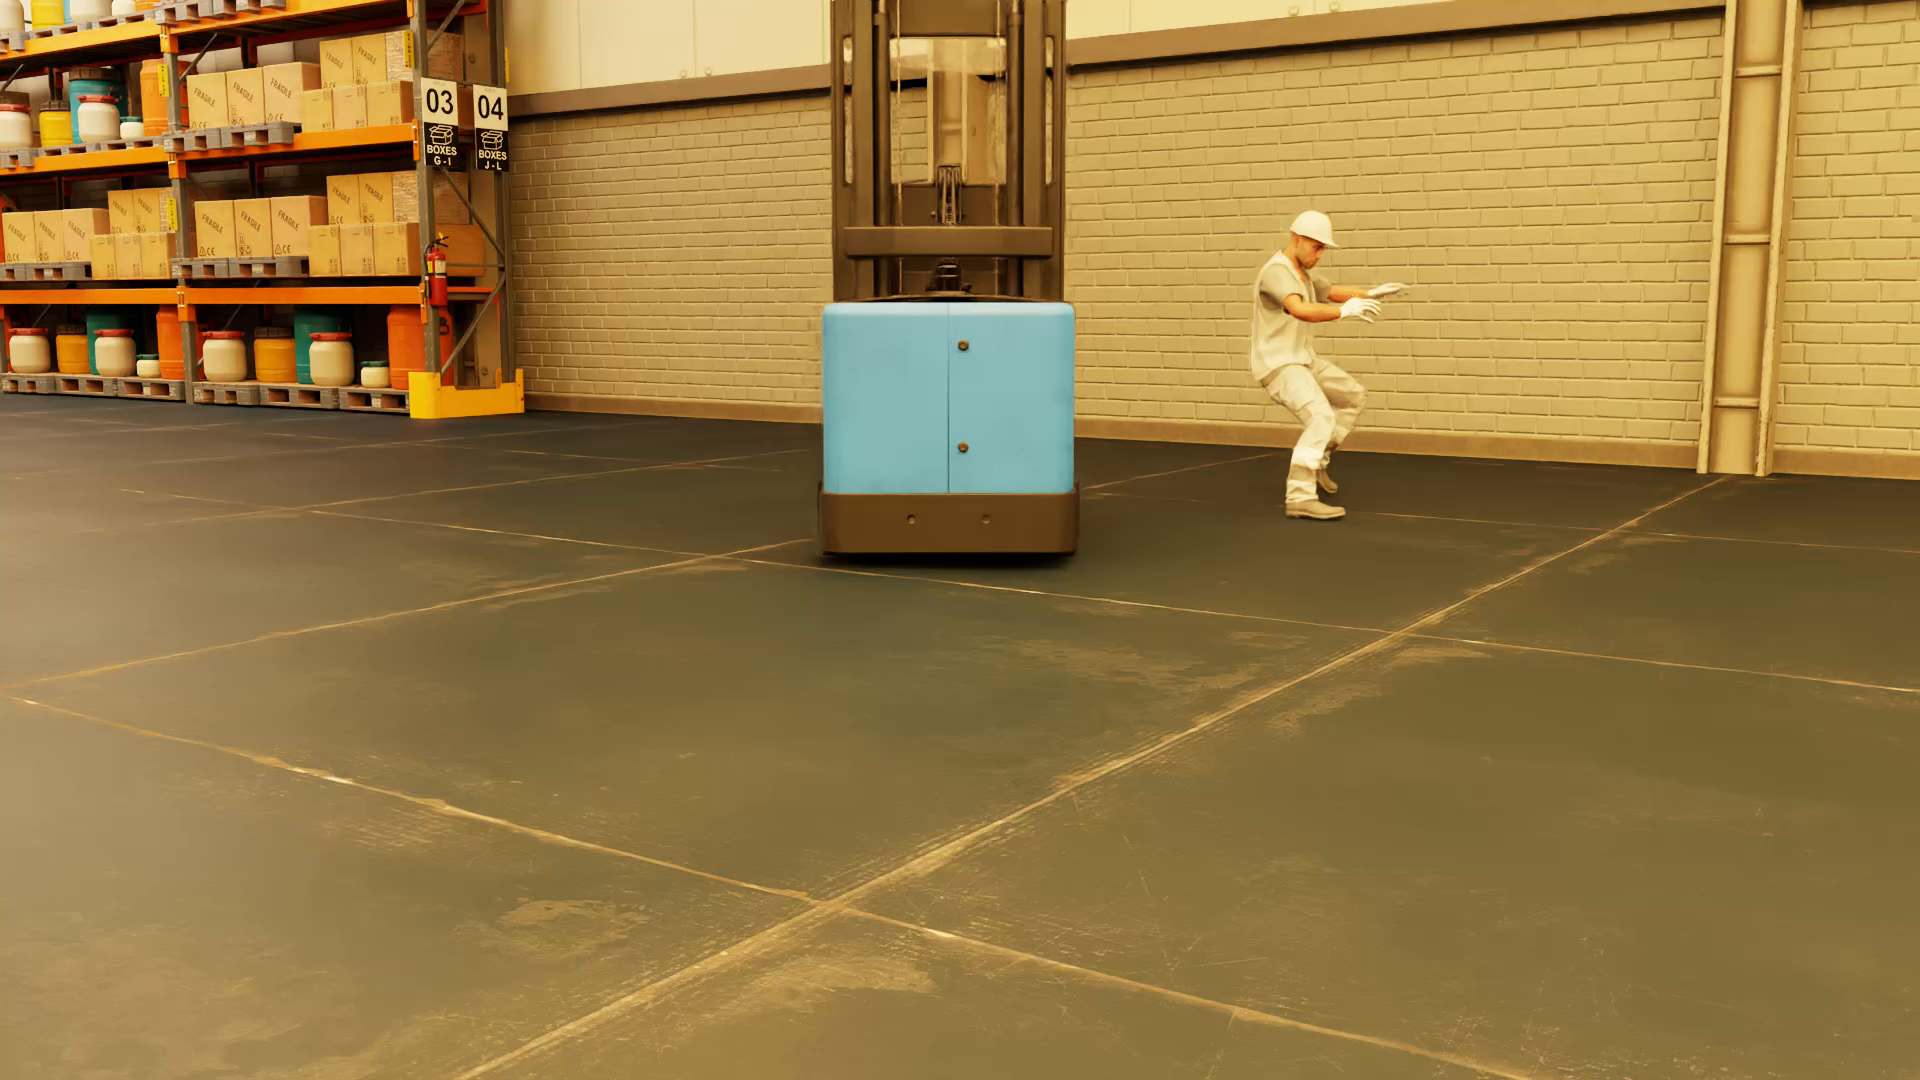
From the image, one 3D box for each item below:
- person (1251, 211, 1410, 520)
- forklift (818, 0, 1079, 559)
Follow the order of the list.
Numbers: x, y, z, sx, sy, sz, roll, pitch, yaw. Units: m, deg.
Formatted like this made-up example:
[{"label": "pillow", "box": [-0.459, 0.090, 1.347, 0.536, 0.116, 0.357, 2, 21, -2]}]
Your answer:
[{"label": "person", "box": [1.904, -0.950, 8.772, 0.711, 1.548, 1.136, 5, 9, 30]}, {"label": "forklift", "box": [-0.056, -1.541, 8.032, 1.130, 2.935, 3.031, 0, 8, 0]}]
